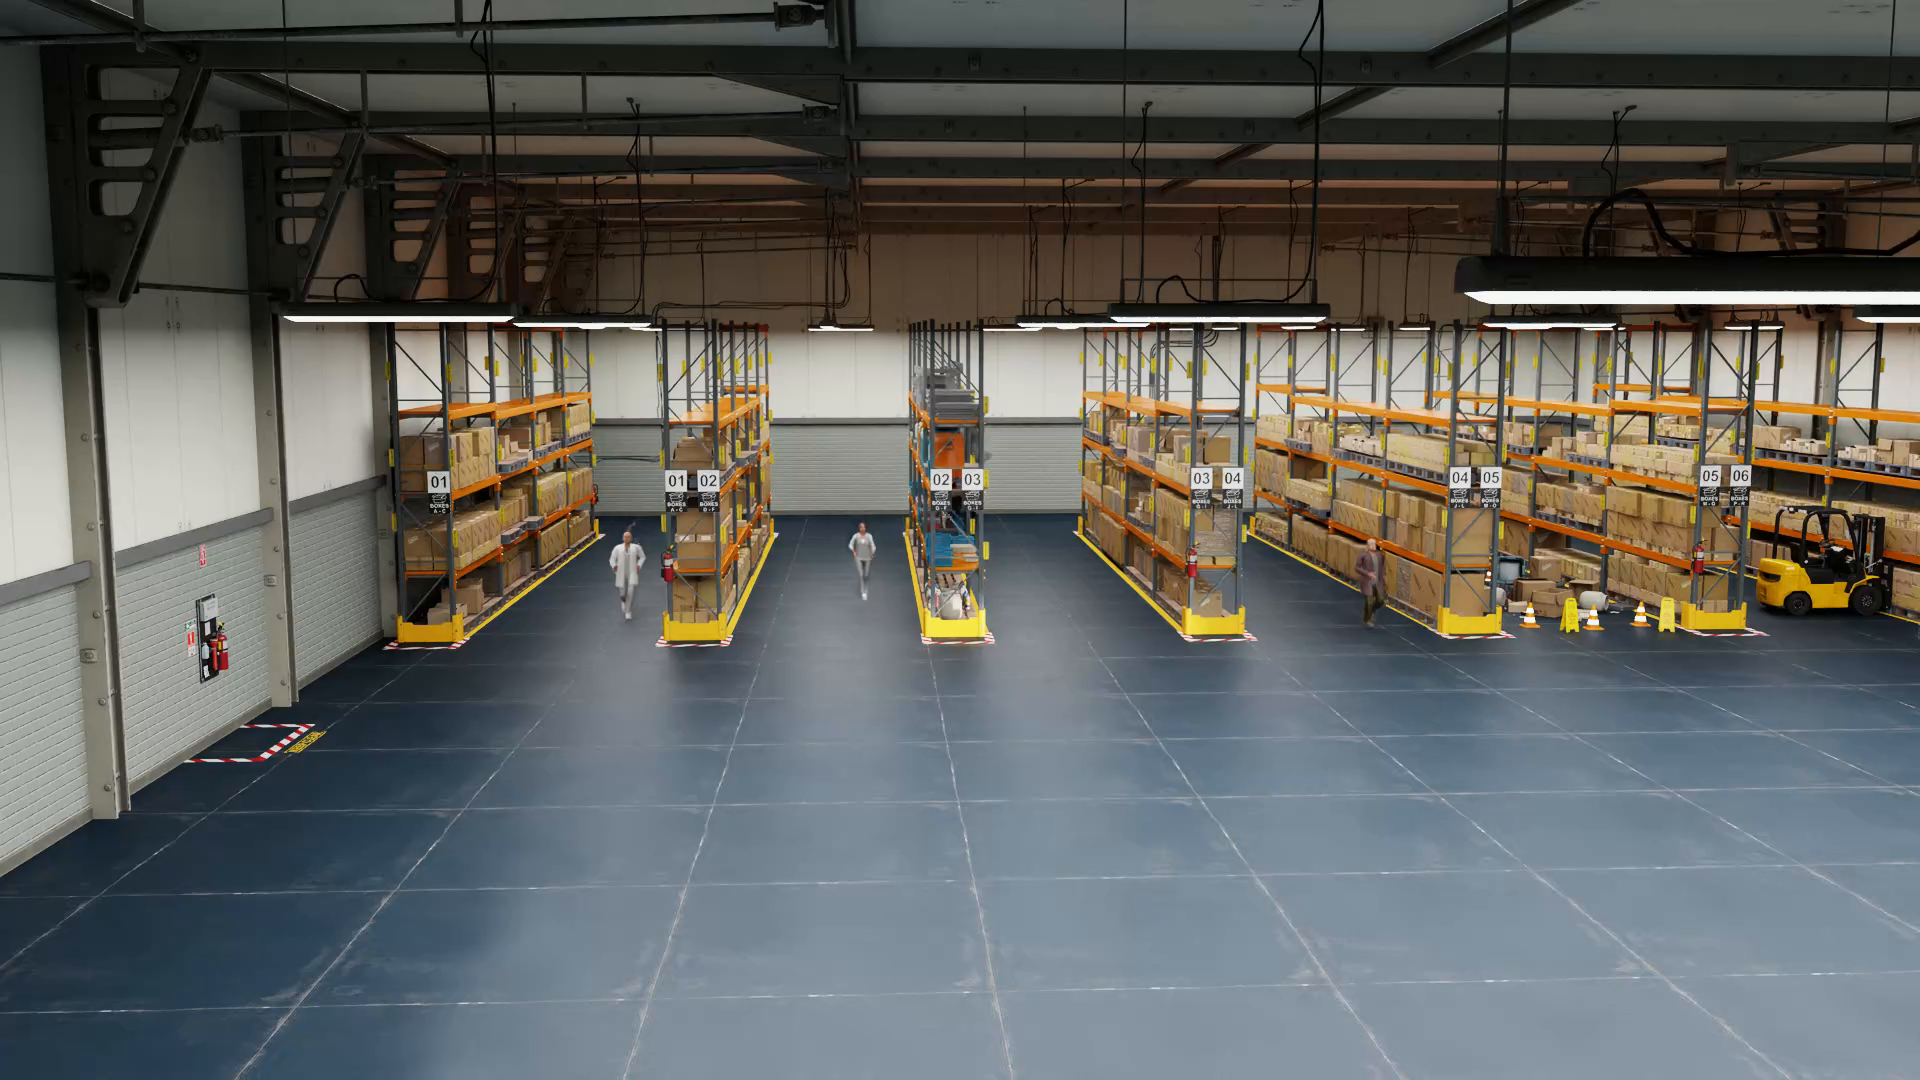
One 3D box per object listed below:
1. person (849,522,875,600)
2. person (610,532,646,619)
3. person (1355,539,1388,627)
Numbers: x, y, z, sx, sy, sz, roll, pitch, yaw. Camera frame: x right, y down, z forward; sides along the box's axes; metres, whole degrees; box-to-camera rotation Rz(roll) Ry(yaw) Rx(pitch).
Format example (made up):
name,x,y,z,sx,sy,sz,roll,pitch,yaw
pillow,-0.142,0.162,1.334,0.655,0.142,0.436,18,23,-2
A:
name,x,y,z,sx,sy,sz,roll,pitch,yaw
person,-2.018,0.419,34.403,0.541,1.586,0.595,-1,7,-7
person,-6.718,0.715,33.617,0.711,1.722,0.815,-1,7,-8
person,8.081,0.846,32.575,0.702,1.737,0.628,-1,7,-12
